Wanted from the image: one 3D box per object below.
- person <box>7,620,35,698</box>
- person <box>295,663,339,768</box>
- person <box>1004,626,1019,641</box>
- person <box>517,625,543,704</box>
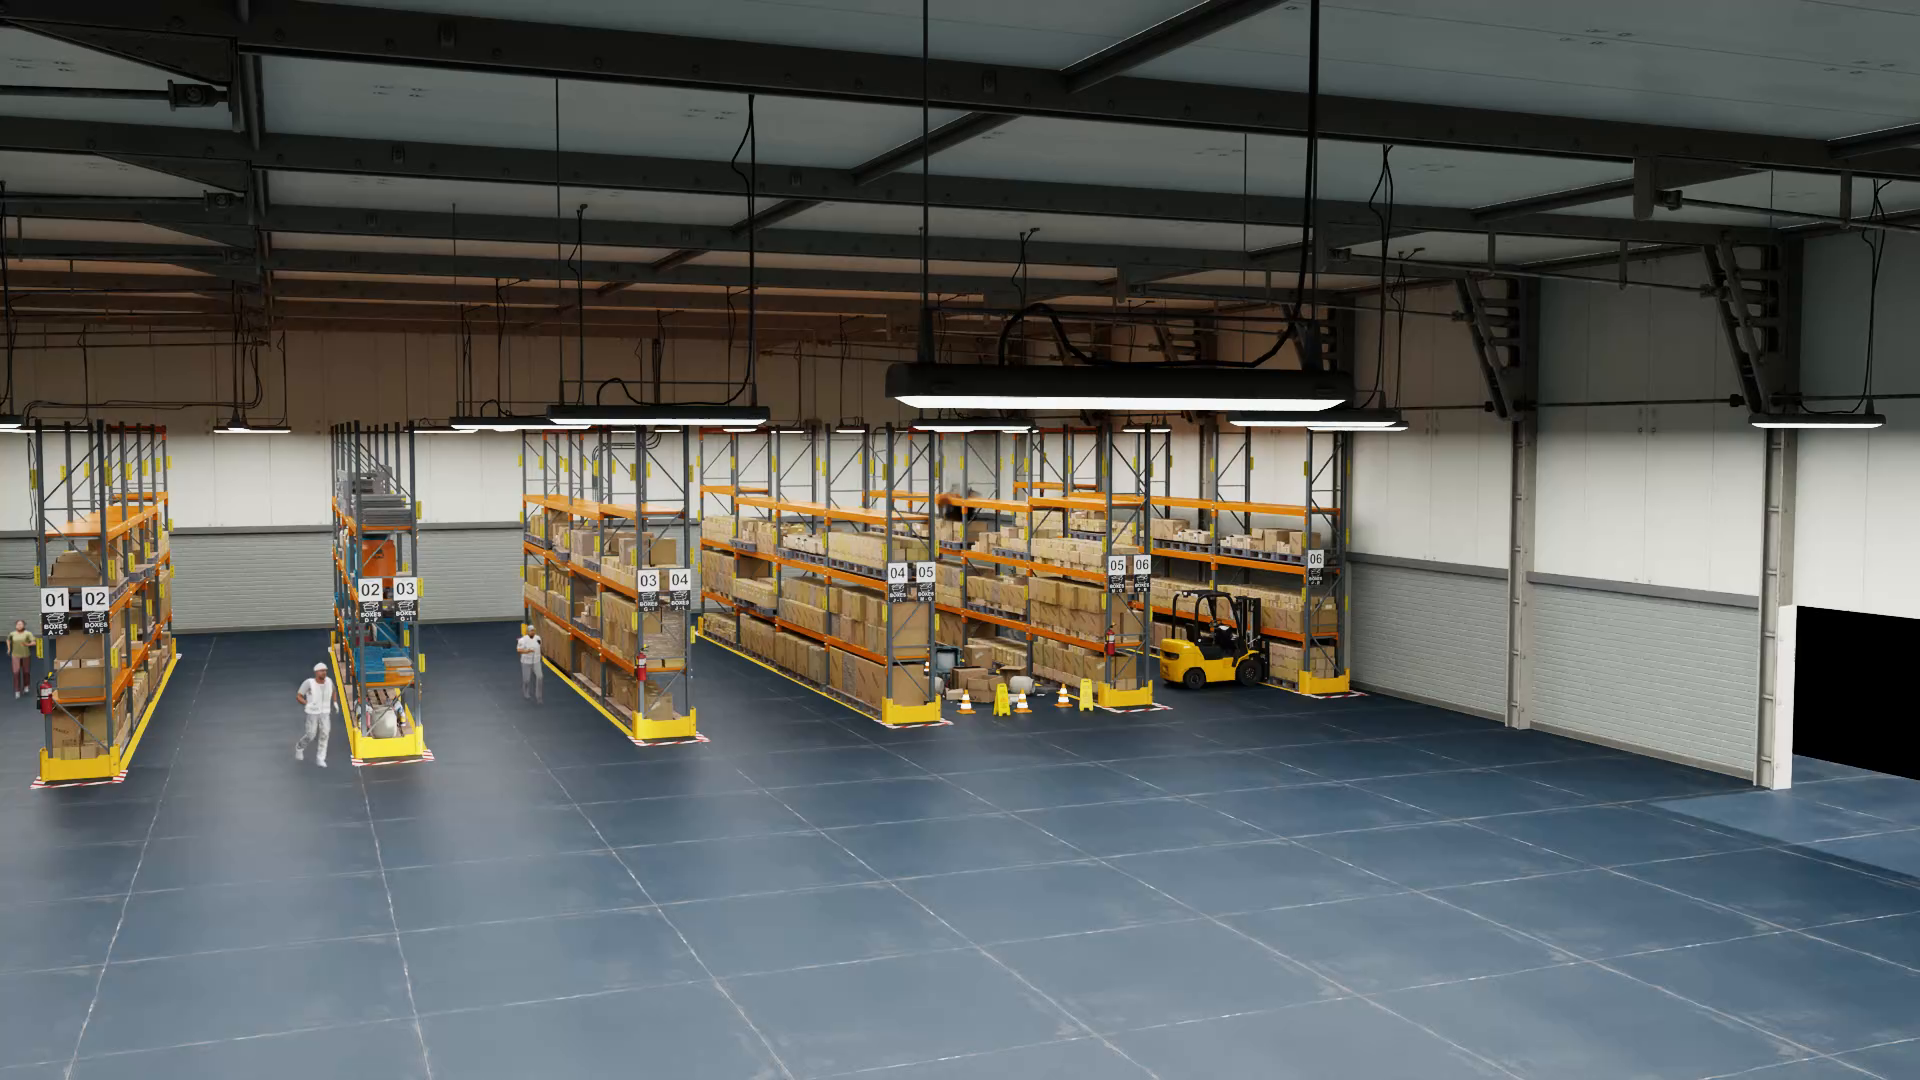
[{"bbox_3d":[-20.612,2.585,36.517,0.568,1.669,0.940,-2,4,-25],"label":"person"},{"bbox_3d":[-11.212,3.031,29.062,0.813,1.779,0.749,3,5,41],"label":"person"},{"bbox_3d":[1.312,2.018,44.734,0.644,1.740,0.593,-1,4,-22],"label":"person"},{"bbox_3d":[-9.263,2.678,35.798,0.578,1.722,0.822,-2,4,-25],"label":"person"}]
